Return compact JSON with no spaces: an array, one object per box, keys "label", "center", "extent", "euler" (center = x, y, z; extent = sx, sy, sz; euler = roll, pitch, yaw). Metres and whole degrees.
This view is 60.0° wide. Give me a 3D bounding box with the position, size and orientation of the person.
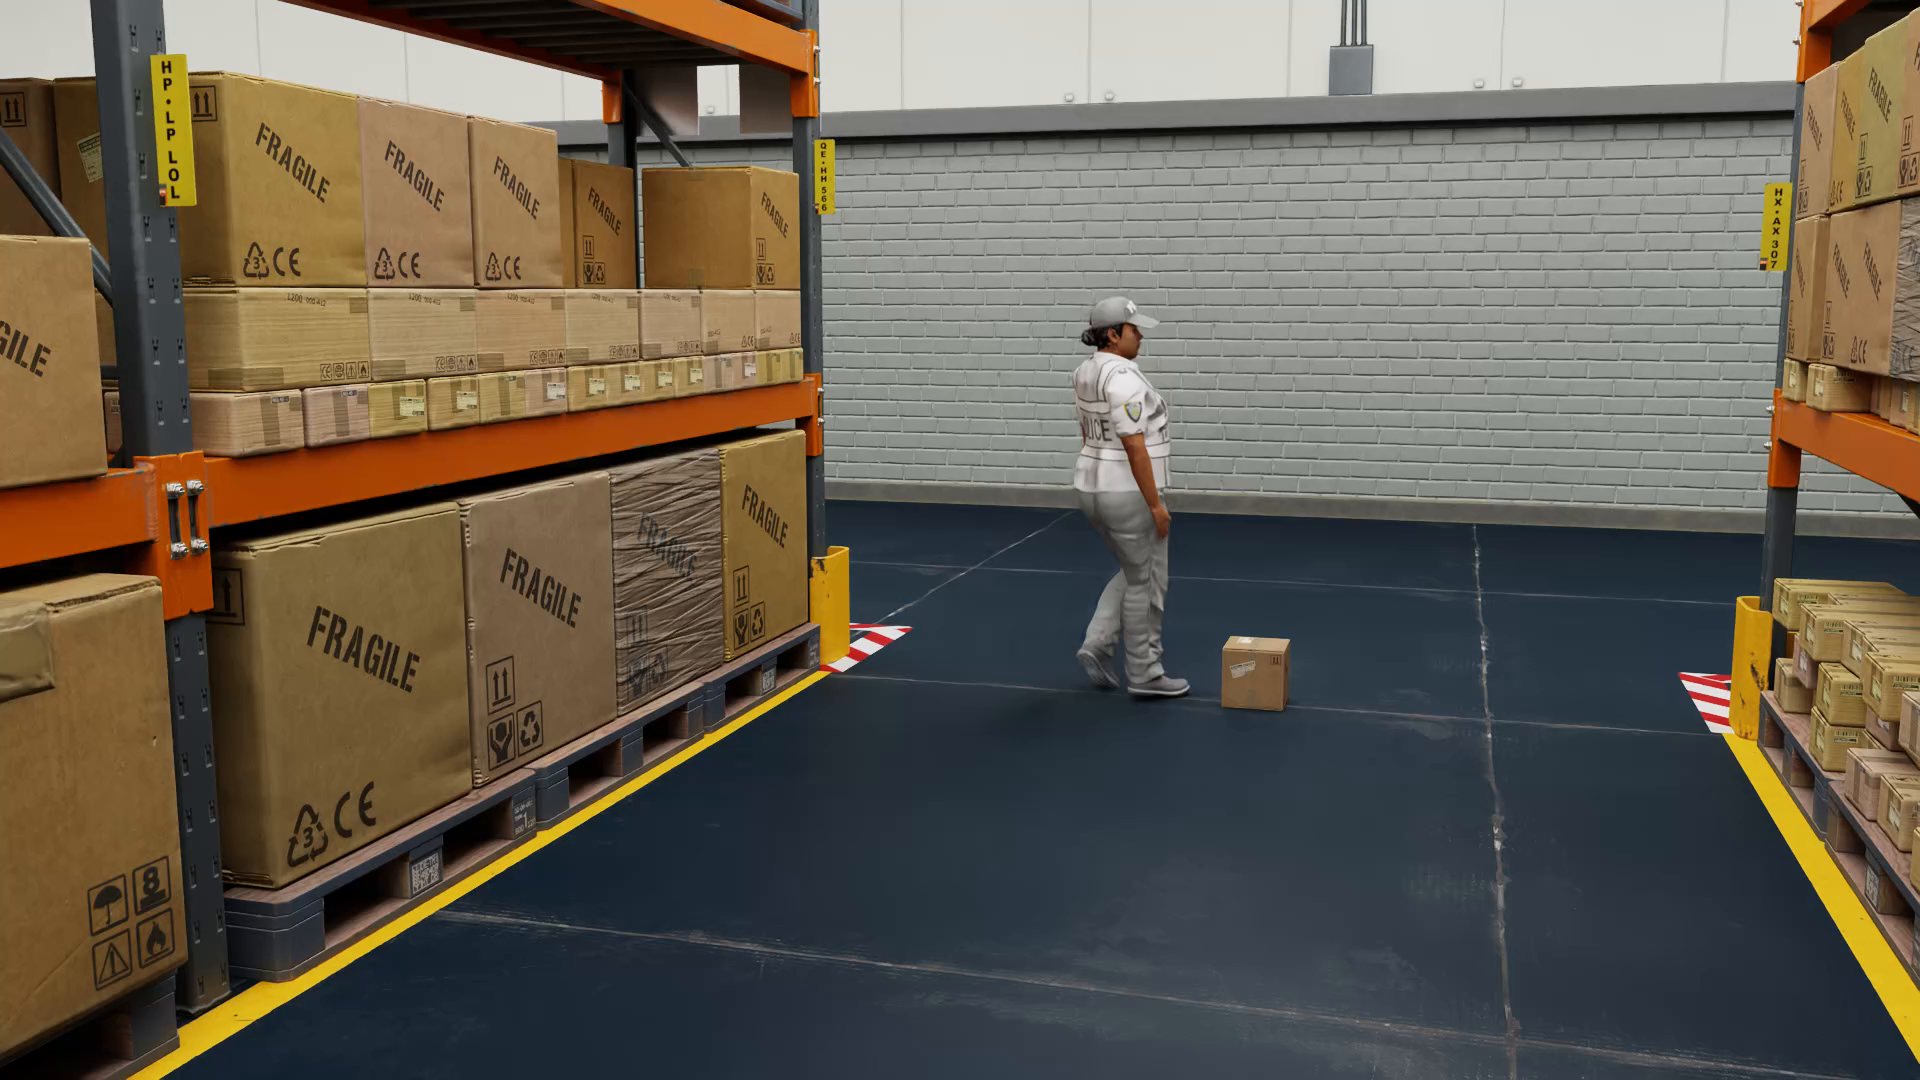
[{"label":"person","center":[0.733,-0.156,6.928],"extent":[0.489,1.697,0.512],"euler":[-3,9,-18]}]
